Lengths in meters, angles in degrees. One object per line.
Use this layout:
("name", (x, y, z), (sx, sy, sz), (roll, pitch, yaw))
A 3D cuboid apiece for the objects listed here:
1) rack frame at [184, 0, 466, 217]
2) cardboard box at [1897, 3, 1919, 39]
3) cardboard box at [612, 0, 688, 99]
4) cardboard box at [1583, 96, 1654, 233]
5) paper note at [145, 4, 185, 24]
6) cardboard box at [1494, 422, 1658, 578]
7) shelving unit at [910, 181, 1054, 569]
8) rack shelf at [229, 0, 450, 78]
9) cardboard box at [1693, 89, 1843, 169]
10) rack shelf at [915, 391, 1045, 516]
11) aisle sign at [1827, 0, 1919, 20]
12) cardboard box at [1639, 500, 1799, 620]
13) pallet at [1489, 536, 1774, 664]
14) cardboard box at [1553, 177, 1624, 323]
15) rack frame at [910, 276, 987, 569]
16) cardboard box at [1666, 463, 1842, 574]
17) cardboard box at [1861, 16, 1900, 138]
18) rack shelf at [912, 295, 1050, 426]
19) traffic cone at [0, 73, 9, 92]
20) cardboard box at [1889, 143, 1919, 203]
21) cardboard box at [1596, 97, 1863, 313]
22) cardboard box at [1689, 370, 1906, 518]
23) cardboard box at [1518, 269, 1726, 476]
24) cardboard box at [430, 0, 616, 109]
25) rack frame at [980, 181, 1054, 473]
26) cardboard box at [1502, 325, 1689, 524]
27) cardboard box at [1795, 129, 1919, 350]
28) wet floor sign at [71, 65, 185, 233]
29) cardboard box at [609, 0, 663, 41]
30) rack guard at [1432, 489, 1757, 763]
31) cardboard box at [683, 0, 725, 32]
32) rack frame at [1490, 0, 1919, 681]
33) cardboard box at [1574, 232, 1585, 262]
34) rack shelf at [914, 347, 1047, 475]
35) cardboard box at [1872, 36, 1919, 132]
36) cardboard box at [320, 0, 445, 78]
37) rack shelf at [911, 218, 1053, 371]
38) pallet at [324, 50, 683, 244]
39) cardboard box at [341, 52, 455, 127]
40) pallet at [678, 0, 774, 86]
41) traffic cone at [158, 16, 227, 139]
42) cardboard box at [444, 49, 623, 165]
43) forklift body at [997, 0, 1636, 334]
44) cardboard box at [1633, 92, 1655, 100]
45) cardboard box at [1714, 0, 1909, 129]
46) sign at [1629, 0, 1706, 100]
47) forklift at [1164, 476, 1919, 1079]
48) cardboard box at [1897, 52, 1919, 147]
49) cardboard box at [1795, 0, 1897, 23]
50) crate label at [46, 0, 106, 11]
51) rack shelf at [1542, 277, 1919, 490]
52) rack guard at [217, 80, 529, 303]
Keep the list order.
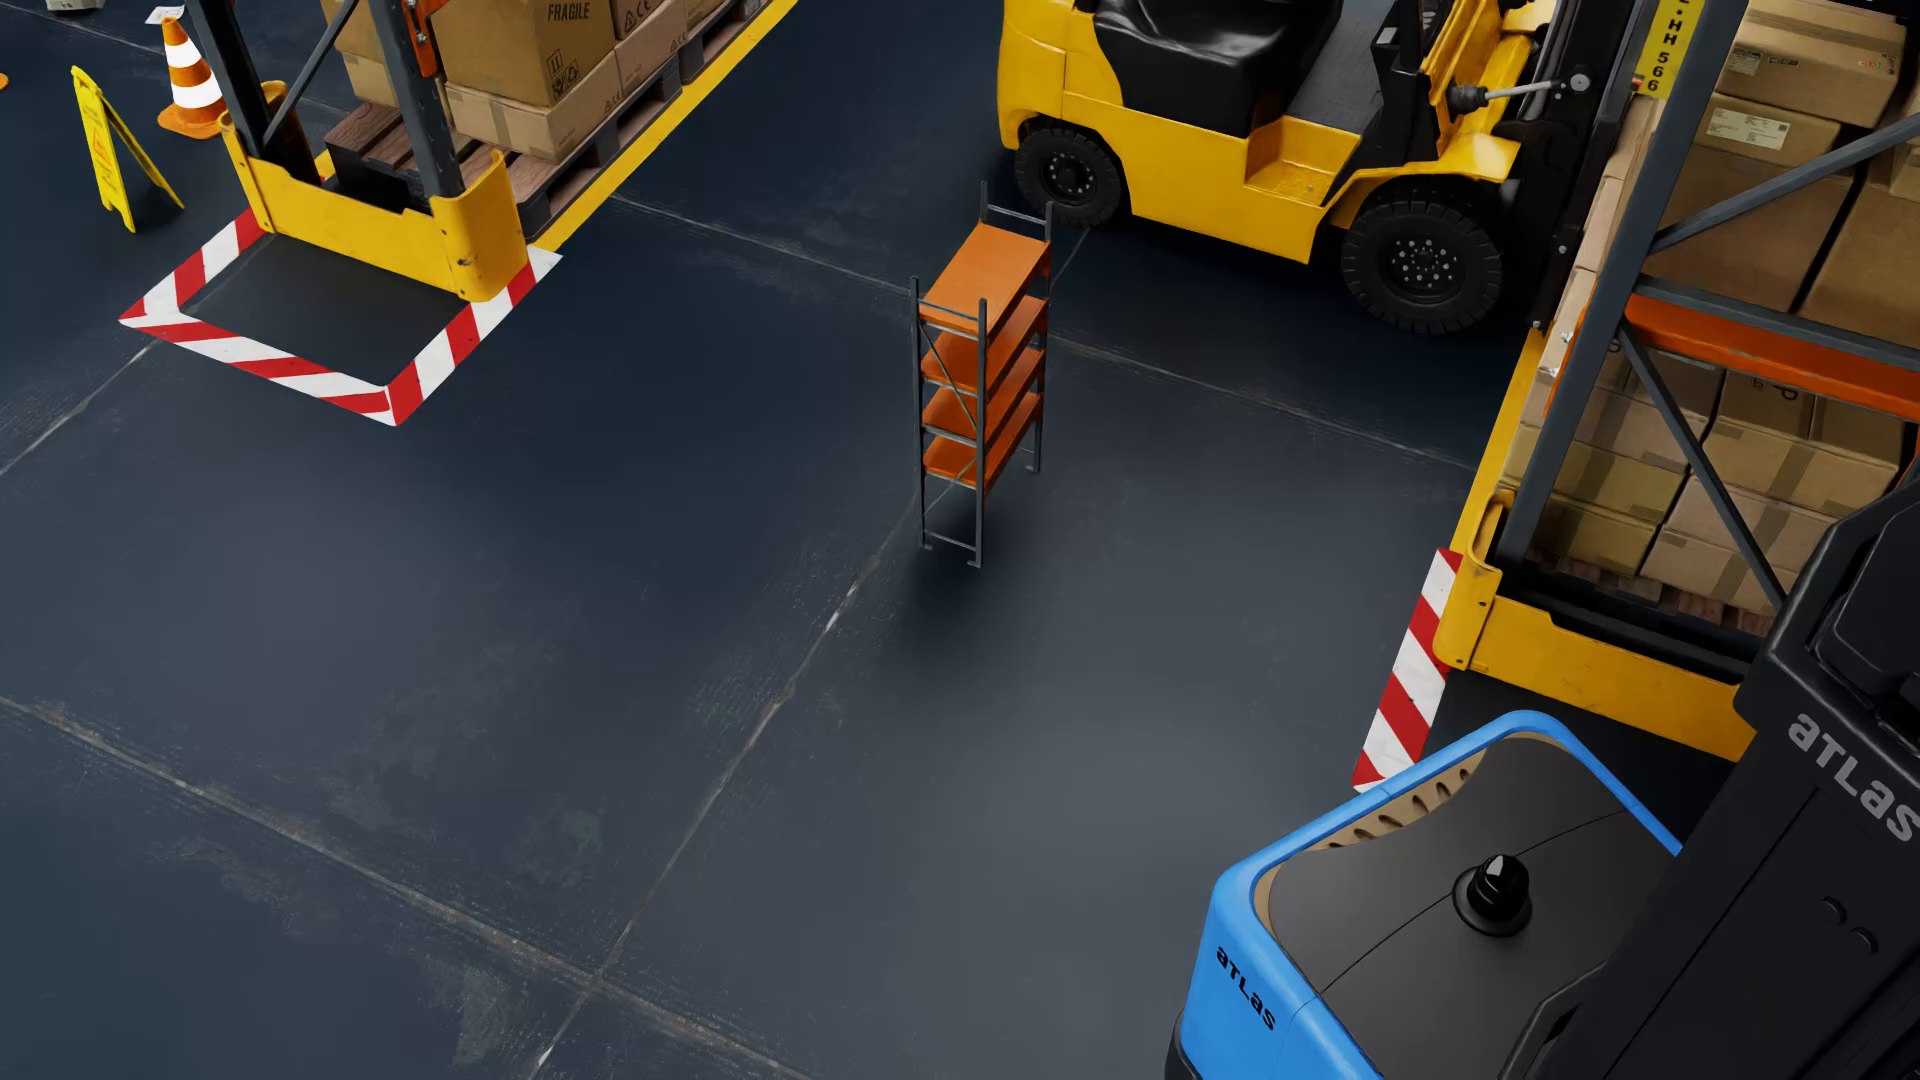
("rack frame", (-2.352, -2.145, 5.606), (1.000, 3.000, 0.127), (20, 52, 16))
("cardboard box", (2.679, -1.288, 4.385), (0.380, 0.149, 0.250), (19, 52, 15))
("cardboard box", (-1.533, -2.205, 7.186), (0.500, 0.250, 0.500), (22, 53, 17))
("cardboard box", (2.471, -1.225, 5.696), (0.500, 0.250, 0.500), (20, 53, 17))
("paper note", (-3.748, -2.482, 7.842), (0.148, 0.019, 0.142), (4, 50, 3))
("cardboard box", (2.052, -0.204, 5.484), (0.500, 0.250, 0.500), (20, 53, 16))
("shelving unit", (0.071, -0.503, 5.390), (0.258, 1.200, 0.503), (20, 52, 16))
("rack shelf", (-1.498, -3.289, 7.052), (1.077, 0.370, 4.000), (20, 52, 16))
("cardboard box", (2.032, -1.105, 4.230), (0.380, 0.149, 0.250), (21, 53, 17))
("rack shelf", (0.071, -0.331, 5.592), (0.258, 0.148, 0.480), (20, 52, 16))
("aisle sign", (1.843, -1.426, 3.287), (0.394, 0.787, 0.004), (20, 52, 16))
("cardboard box", (2.524, -0.053, 5.355), (0.500, 0.250, 0.500), (20, 52, 16))
("pallet", (2.426, -0.170, 5.756), (1.003, 0.211, 1.213), (20, 52, 16))
("cardboard box", (2.265, -0.874, 5.397), (0.500, 0.250, 0.500), (21, 53, 17))
("rack frame", (-0.034, -0.335, 5.247), (0.240, 1.200, 0.015), (20, 52, 16))
("cardboard box", (2.526, -0.196, 5.149), (0.500, 0.250, 0.500), (21, 53, 17))
("cardboard box", (2.802, -1.182, 4.721), (0.500, 0.500, 0.500), (21, 53, 17))
("rack shelf", (0.071, -0.604, 5.271), (0.258, 0.148, 0.480), (20, 52, 16))
("traffic cone", (-4.484, -2.166, 7.289), (0.336, 0.463, 0.334), (20, 52, 16))
("cardboard box", (2.517, -0.925, 4.076), (0.380, 0.149, 0.250), (19, 52, 15))
("cardboard box", (2.110, -0.990, 4.557), (0.500, 0.500, 0.500), (19, 52, 15))
("cardboard box", (2.514, -0.371, 4.970), (0.500, 0.250, 0.500), (19, 52, 16))
("cardboard box", (2.052, -0.521, 5.097), (0.500, 0.250, 0.500), (21, 53, 17))
("cardboard box", (-1.748, -2.116, 6.618), (0.500, 0.500, 0.500), (18, 52, 15))
("rack frame", (0.175, -0.671, 5.533), (0.240, 1.200, 0.015), (20, 52, 16))
("cardboard box", (2.062, -0.377, 5.303), (0.500, 0.250, 0.500), (19, 52, 16))
("cardboard box", (2.600, -0.816, 4.409), (0.500, 0.500, 0.500), (21, 53, 17))
("wet floor sign", (-3.401, -1.600, 6.688), (0.232, 0.644, 0.267), (-37, 59, -27))
("cardboard box", (-1.529, -2.477, 6.925), (0.500, 0.500, 0.500), (18, 52, 15))
("rack guard", (2.127, 0.294, 5.172), (1.175, 0.500, 0.348), (20, 52, 16))
("cardboard box", (-1.311, -2.585, 7.510), (0.500, 0.250, 0.500), (23, 53, 18))
("rack frame", (2.137, -0.533, 4.234), (1.000, 3.000, 0.127), (20, 52, 16))
("cardboard box", (2.488, -1.081, 5.902), (0.500, 0.250, 0.500), (19, 52, 15))
("rack shelf", (0.071, -0.459, 5.441), (0.258, 0.148, 0.480), (20, 52, 16))
("cardboard box", (2.564, -1.115, 4.238), (0.380, 0.149, 0.250), (20, 52, 16))
("cardboard box", (-2.246, -2.270, 6.749), (0.500, 0.500, 0.500), (20, 53, 16))
("rack shelf", (0.071, -0.757, 5.091), (0.258, 0.148, 0.480), (20, 52, 16))
("pallet", (-1.941, -1.842, 7.179), (1.003, 0.211, 1.213), (20, 52, 16))
("cardboard box", (-2.240, -2.051, 7.055), (0.500, 0.250, 0.500), (20, 52, 16))
("pallet", (-1.418, -2.679, 7.891), (1.003, 0.211, 1.213), (20, 52, 16))
("traffic cone", (-3.335, -2.039, 7.181), (0.336, 0.463, 0.334), (20, 52, 16))
("cardboard box", (-1.758, -1.856, 6.889), (0.500, 0.250, 0.500), (19, 52, 16))
("forklift body", (1.298, -2.157, 6.173), (2.313, 2.155, 1.214), (20, 52, 16))
("cardboard box", (2.695, -1.571, 5.991), (0.500, 0.250, 0.500), (19, 52, 15))
("cardboard box", (2.100, -1.187, 4.104), (0.380, 0.149, 0.250), (20, 52, 16))
("sign", (1.652, -1.171, 3.861), (0.100, 0.325, 0.005), (20, 52, 16))
("forklift", (1.726, 1.288, 2.730), (1.130, 2.935, 3.031), (-24, 54, -19))
("cardboard box", (2.474, -1.034, 3.973), (0.380, 0.149, 0.250), (19, 52, 15))
("cardboard box", (2.177, -1.367, 4.257), (0.380, 0.149, 0.250), (20, 52, 16))
("crate label", (-4.204, -2.622, 7.891), (0.250, 0.136, 0.298), (-4, 50, -3))
("rack shelf", (2.992, -1.677, 5.680), (1.077, 0.370, 4.000), (20, 52, 16))
("rack guard", (-2.320, -1.388, 6.603), (1.175, 0.500, 0.348), (20, 52, 16))
